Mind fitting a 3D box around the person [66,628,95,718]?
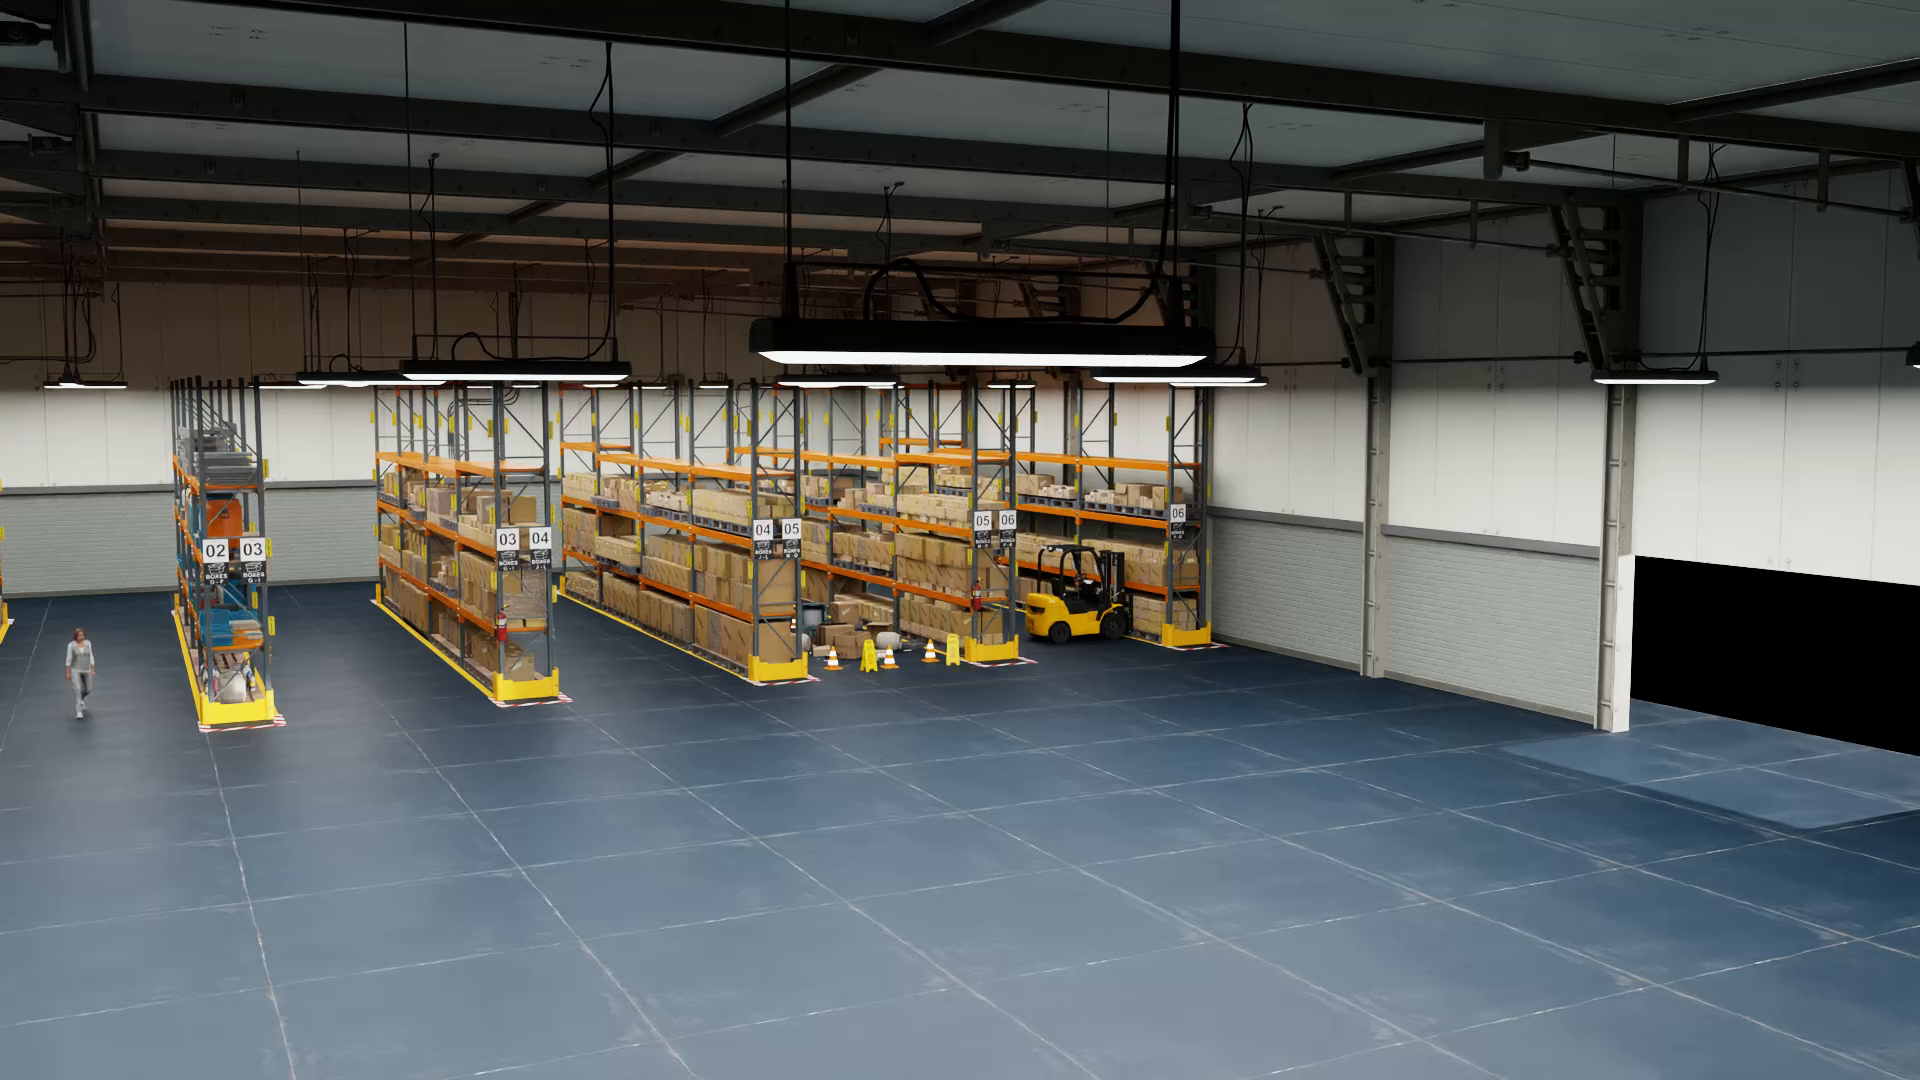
[{"bbox_3d":[-15.564,2.322,29.411,0.454,1.557,0.840,-5,7,-43],"label":"person"}]
